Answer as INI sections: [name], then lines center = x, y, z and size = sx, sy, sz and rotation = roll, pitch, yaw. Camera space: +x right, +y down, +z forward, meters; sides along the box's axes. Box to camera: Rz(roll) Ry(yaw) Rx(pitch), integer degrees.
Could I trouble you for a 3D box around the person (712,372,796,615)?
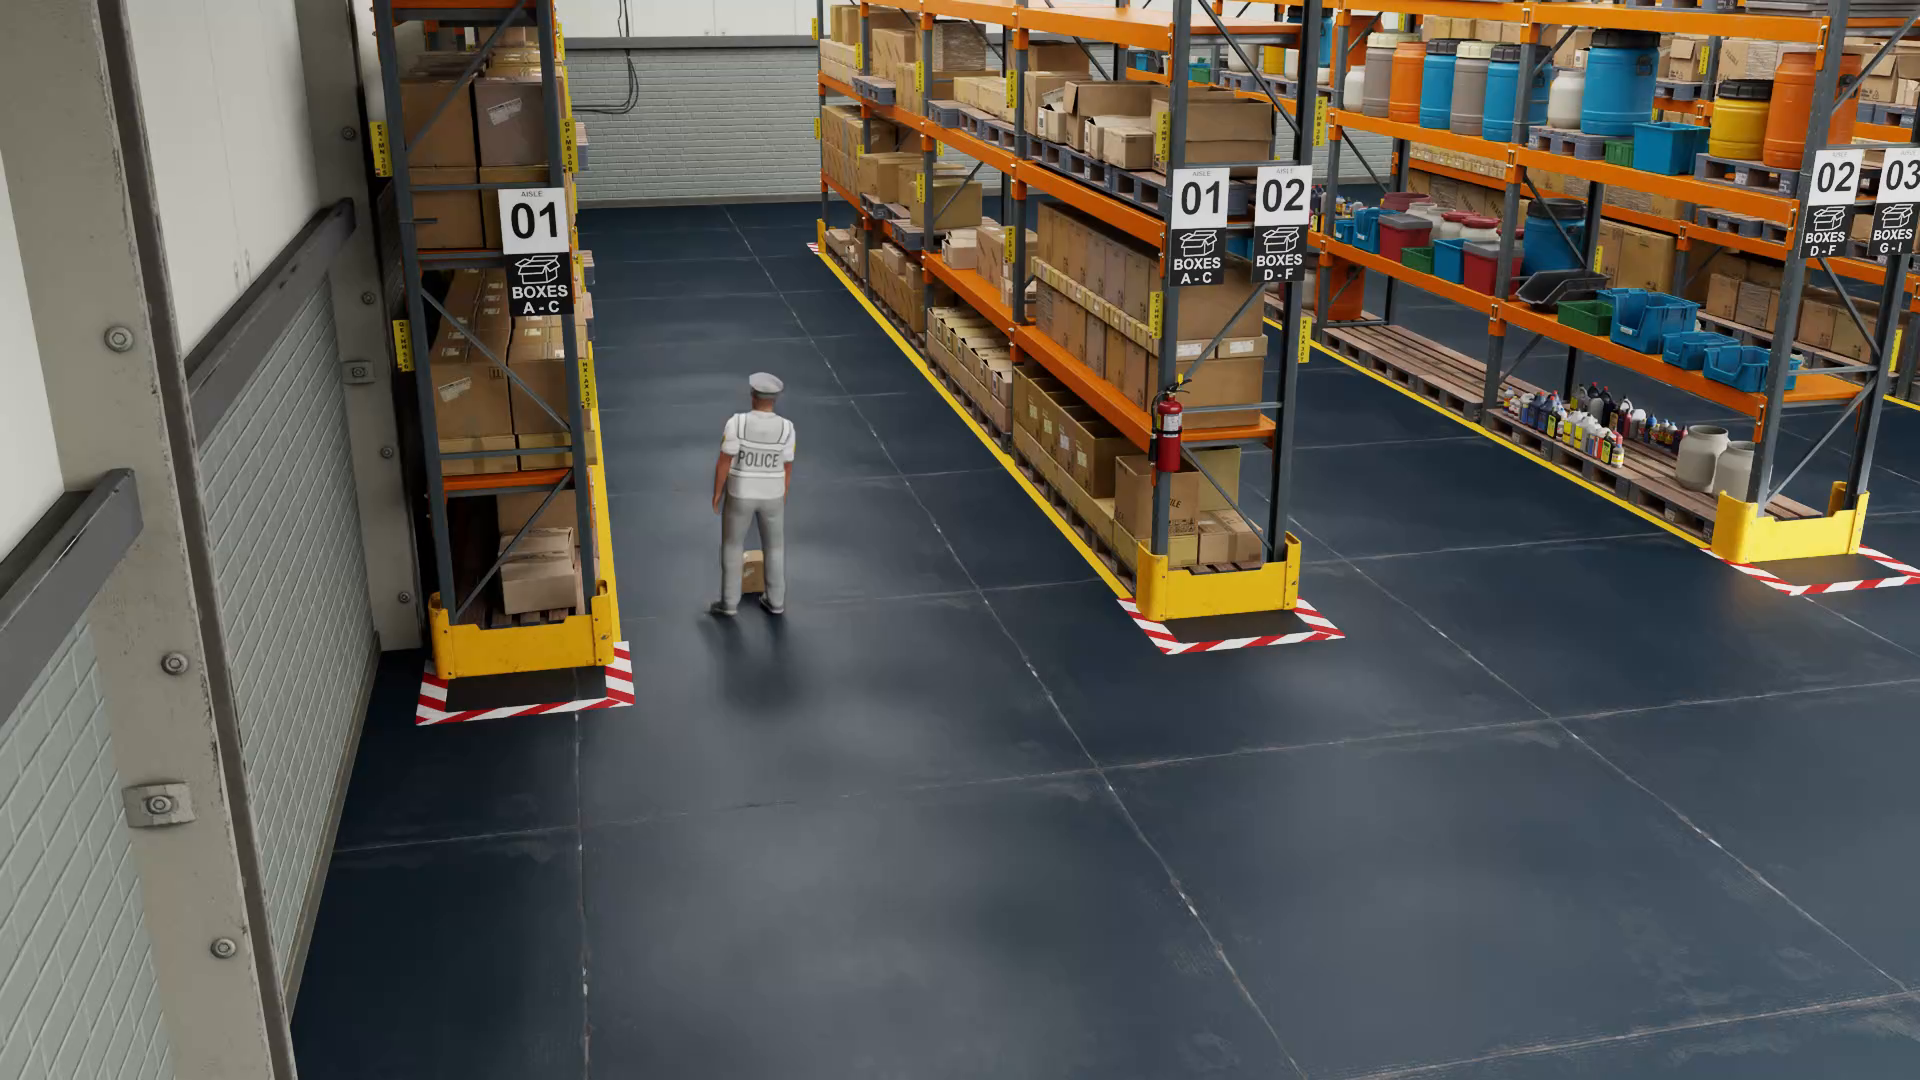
[person]
center = -1.488, -0.319, 11.916
size = 0.643, 1.774, 0.397
rotation = -4, 20, -11
